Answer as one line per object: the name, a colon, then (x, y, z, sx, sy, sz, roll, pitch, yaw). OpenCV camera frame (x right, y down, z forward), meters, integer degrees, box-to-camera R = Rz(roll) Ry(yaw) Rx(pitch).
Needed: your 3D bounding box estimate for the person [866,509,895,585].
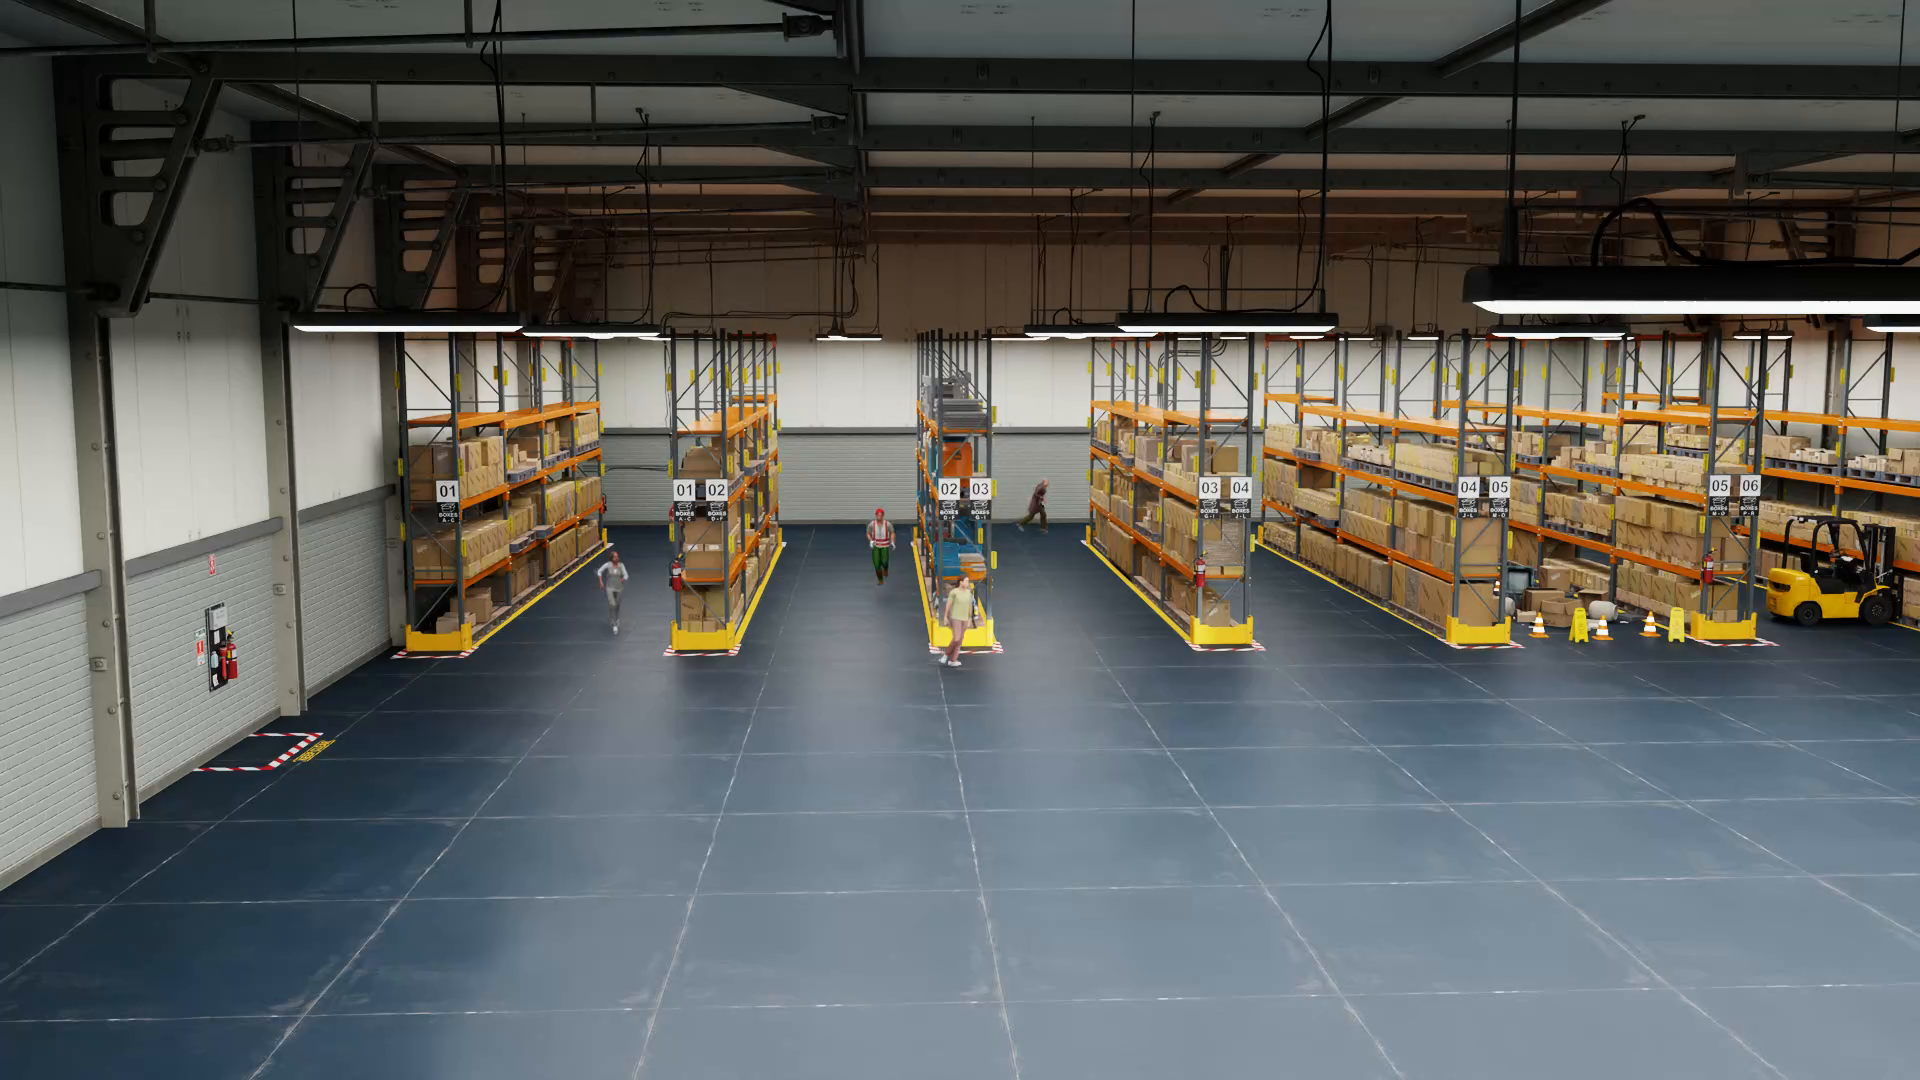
person: (-1.790, 0.149, 37.549, 0.657, 1.738, 0.640, 0, 7, 1)

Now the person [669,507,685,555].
person: (-7.469, -0.341, 44.601, 0.680, 1.663, 0.960, -2, 7, -16)

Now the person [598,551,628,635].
person: (-6.920, 1.020, 33.196, 0.571, 1.621, 0.869, -3, 7, -23)

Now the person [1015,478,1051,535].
person: (2.215, -1.020, 50.226, 1.099, 1.741, 0.753, 1, 7, 10)

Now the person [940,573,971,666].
person: (-0.045, 1.416, 29.496, 0.569, 1.652, 0.468, -5, 8, -36)
